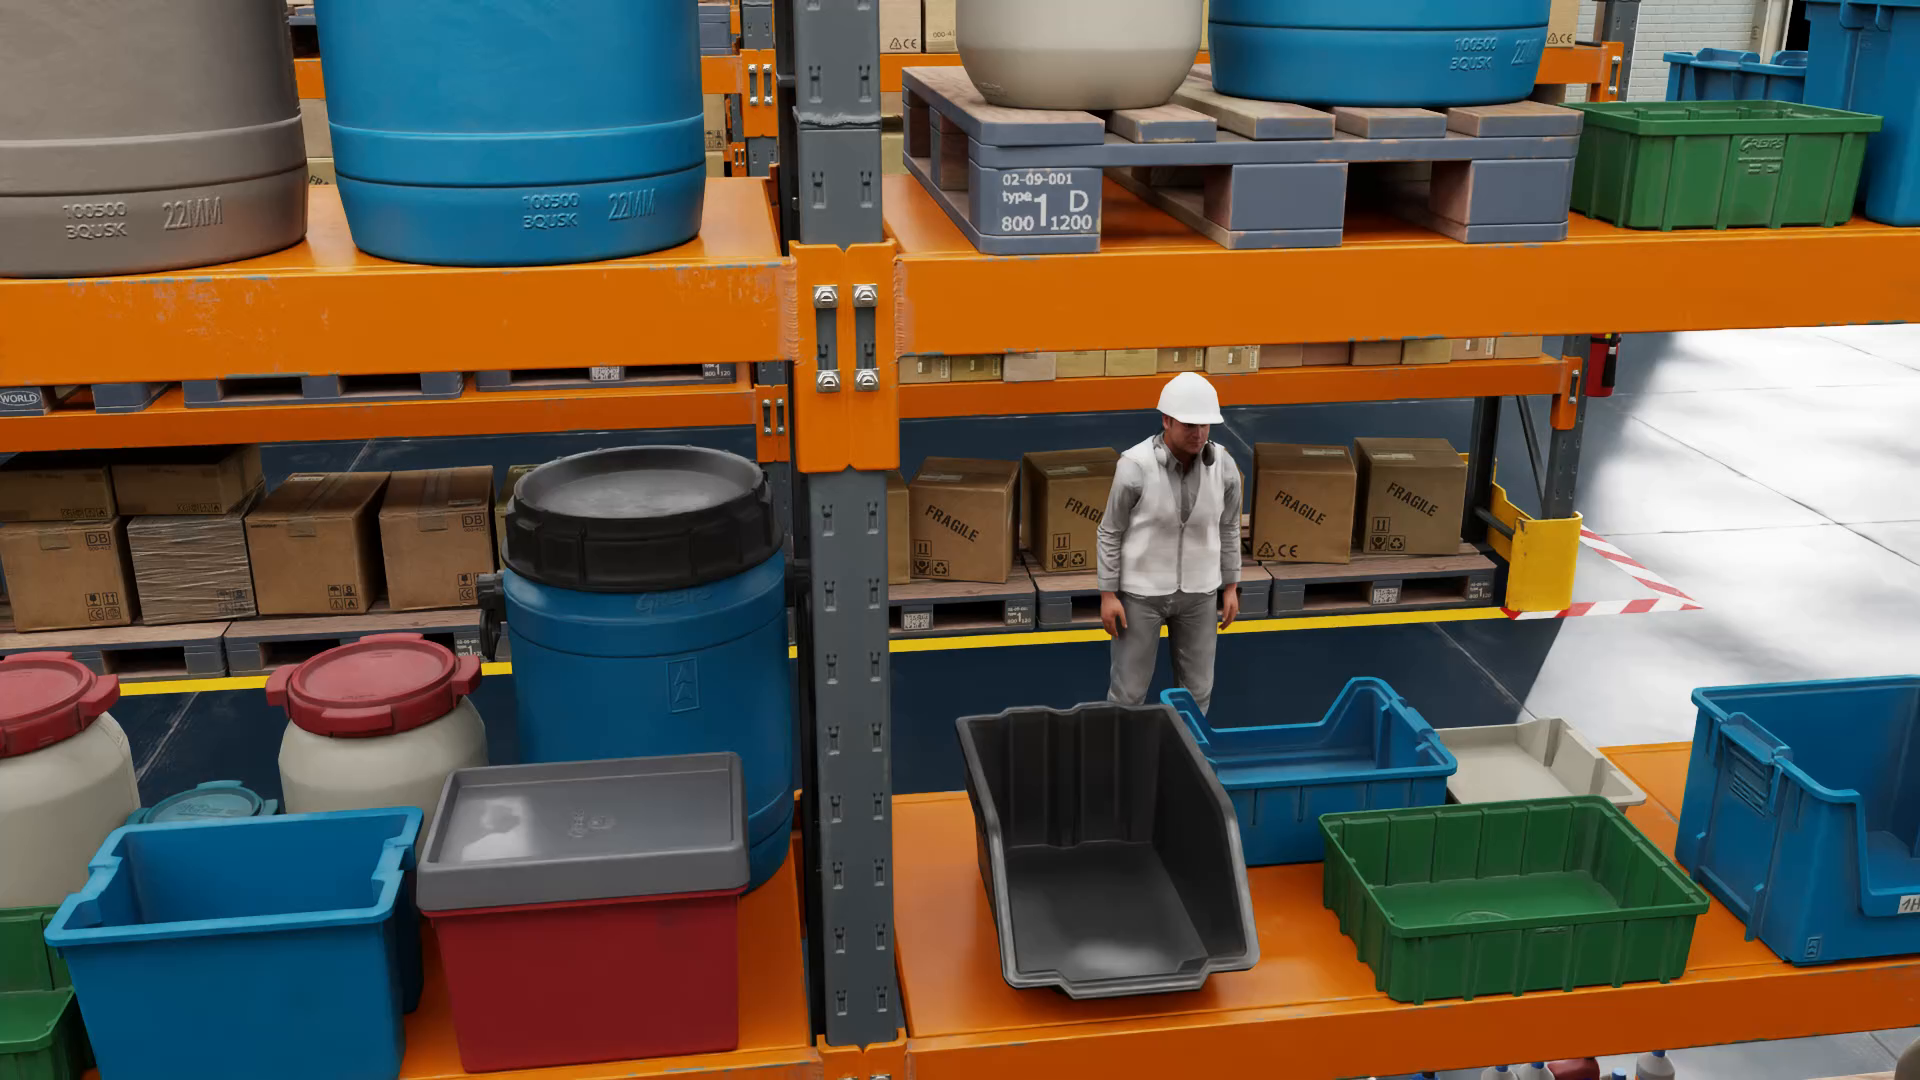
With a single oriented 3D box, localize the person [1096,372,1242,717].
[{"bbox_3d":[0.812,0.203,6.473,0.593,1.771,0.464,-4,20,-11],"label":"person"}]
